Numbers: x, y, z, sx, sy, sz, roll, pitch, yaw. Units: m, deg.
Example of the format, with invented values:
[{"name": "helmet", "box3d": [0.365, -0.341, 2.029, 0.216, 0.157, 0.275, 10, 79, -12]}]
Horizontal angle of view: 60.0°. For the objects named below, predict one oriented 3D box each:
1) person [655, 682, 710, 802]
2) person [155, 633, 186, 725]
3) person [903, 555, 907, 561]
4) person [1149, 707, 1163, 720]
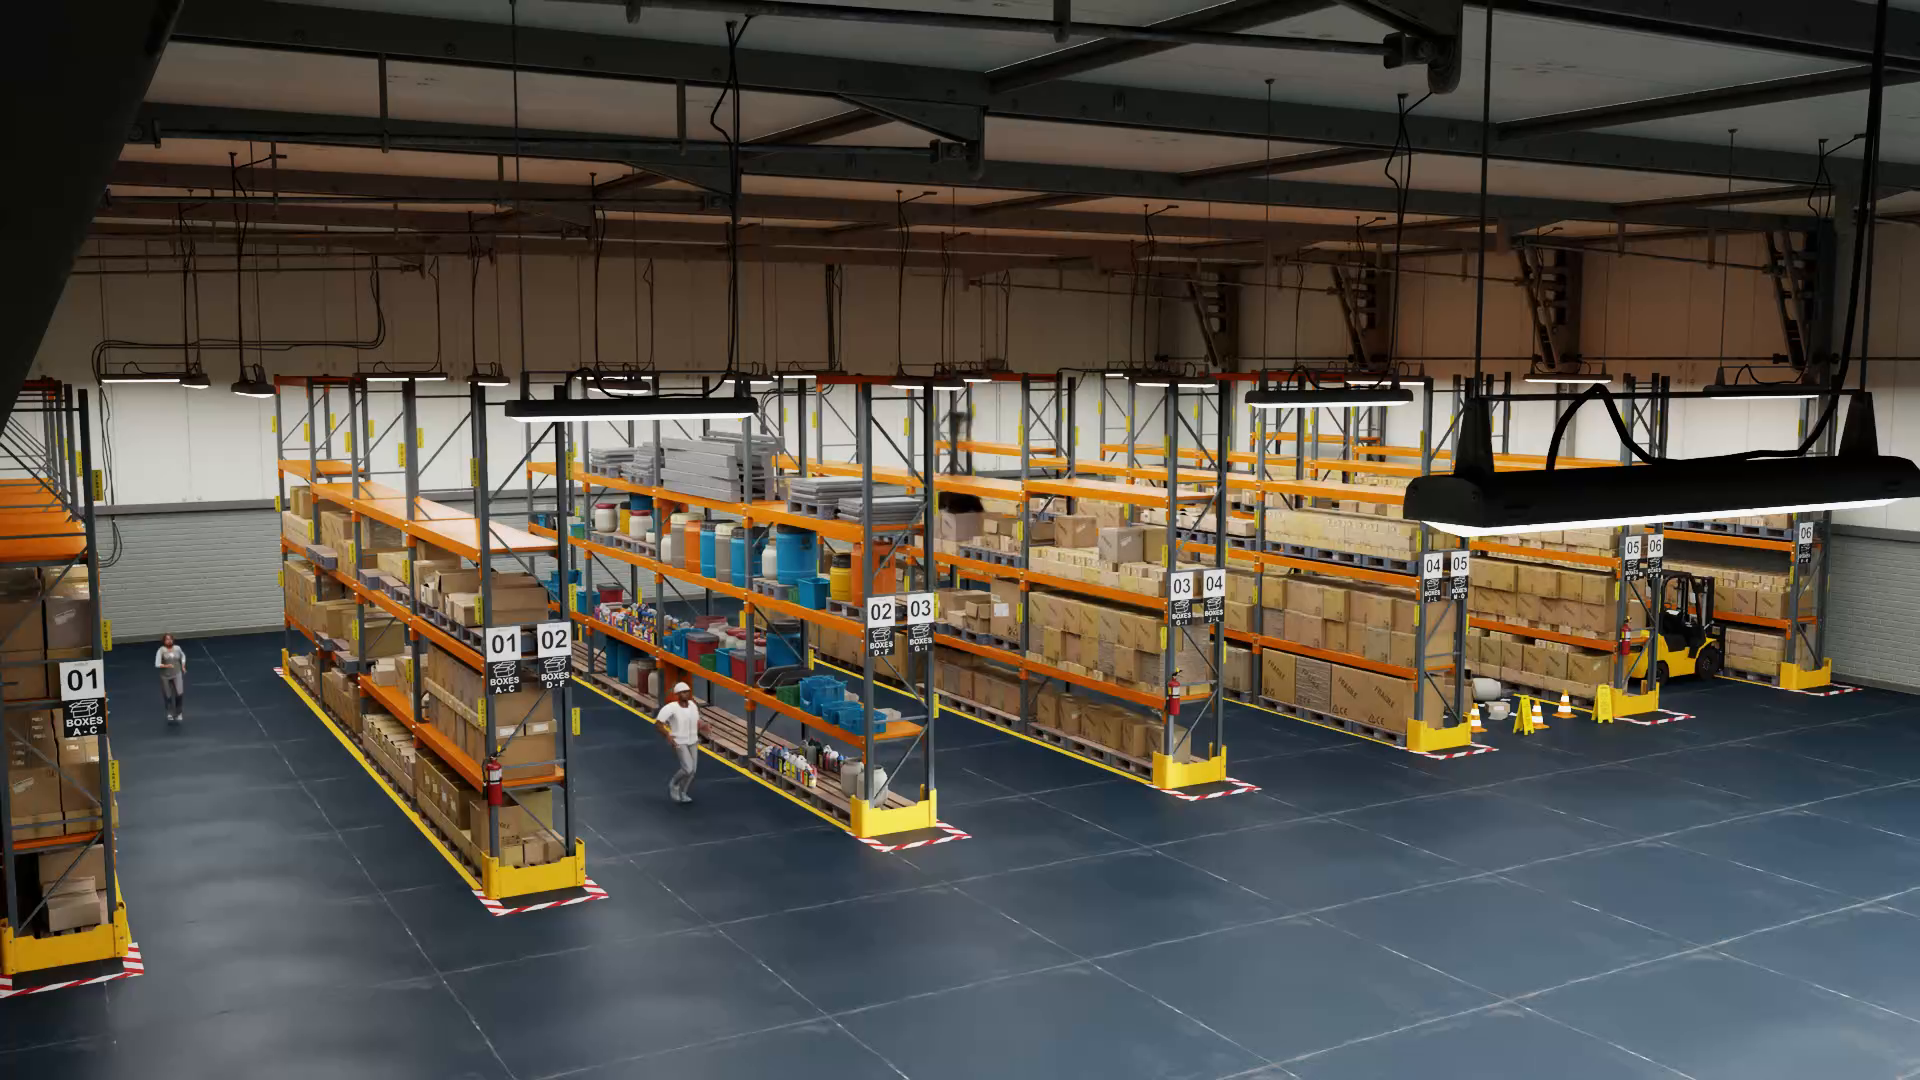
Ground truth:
[{"name": "person", "box3d": [-3.887, 2.882, 23.604, 0.589, 1.723, 0.688, 5, 8, 40]}, {"name": "person", "box3d": [-13.606, 2.397, 28.711, 0.508, 1.604, 0.667, -4, 7, -32]}, {"name": "person", "box3d": [-1.221, 1.193, 39.350, 0.574, 1.715, 0.700, -2, 6, -15]}, {"name": "person", "box3d": [3.574, 2.348, 29.184, 0.528, 1.635, 0.719, -5, 8, -37]}]
